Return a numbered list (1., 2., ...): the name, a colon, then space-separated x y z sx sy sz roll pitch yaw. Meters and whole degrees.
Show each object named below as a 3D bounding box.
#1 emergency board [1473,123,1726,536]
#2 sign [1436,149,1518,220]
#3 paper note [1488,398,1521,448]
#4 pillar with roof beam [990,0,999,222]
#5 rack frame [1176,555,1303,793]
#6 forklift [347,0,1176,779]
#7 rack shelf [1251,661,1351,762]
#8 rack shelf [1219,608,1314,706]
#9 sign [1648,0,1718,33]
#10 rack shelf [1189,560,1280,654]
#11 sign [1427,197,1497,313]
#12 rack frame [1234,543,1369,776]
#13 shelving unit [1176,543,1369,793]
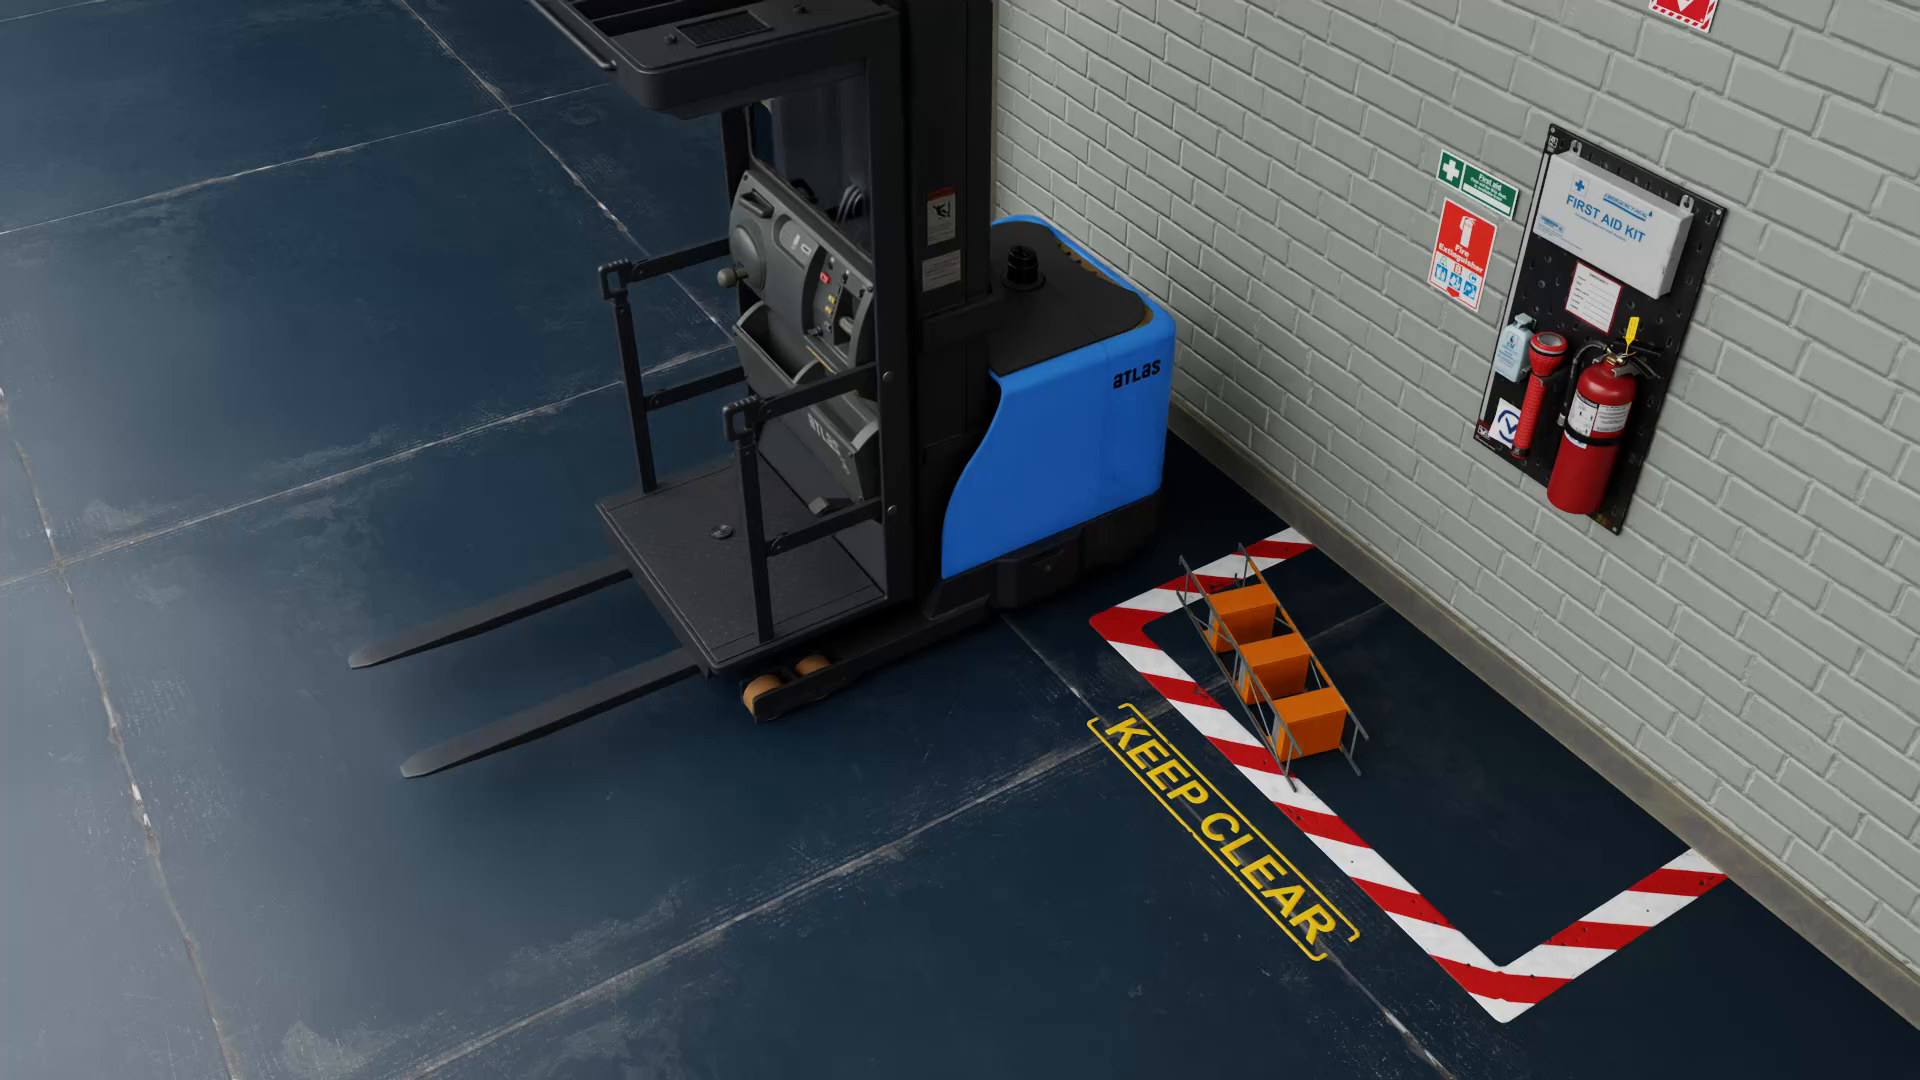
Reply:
1. emergency board: 1.872 -0.597 5.123 0.194 1.169 0.643 -22 45 -24
2. sign: 1.656 -1.143 5.336 0.001 0.109 0.331 -22 45 -24
3. paper note: 1.835 -0.378 5.548 0.016 0.148 0.142 -22 45 -24
4. pillar with roof beam: -3.687 -3.311 3.694 9.100 9.000 0.400 -22 45 -24
5. rack frame: 0.995 0.462 6.016 0.008 0.200 1.050 -12 42 -12
6. forklift: -0.715 -0.866 5.500 3.031 2.935 1.130 -22 44 -24
7. rack shelf: 1.191 0.609 5.844 0.240 0.215 0.259 -12 42 -12
8. rack shelf: 1.109 0.432 6.049 0.240 0.215 0.259 -12 42 -12
9. sign: 1.952 -1.526 4.427 0.001 0.298 0.199 -22 45 -24
10. rack shelf: 1.028 0.258 6.251 0.240 0.215 0.259 -12 42 -12
11. sign: 1.661 -0.945 5.513 0.001 0.329 0.234 -22 45 -24
12. rack frame: 1.228 0.414 6.068 0.008 0.200 1.050 -12 42 -12
13. shelving unit: 1.112 0.438 6.042 0.252 0.215 1.050 -12 42 -12
